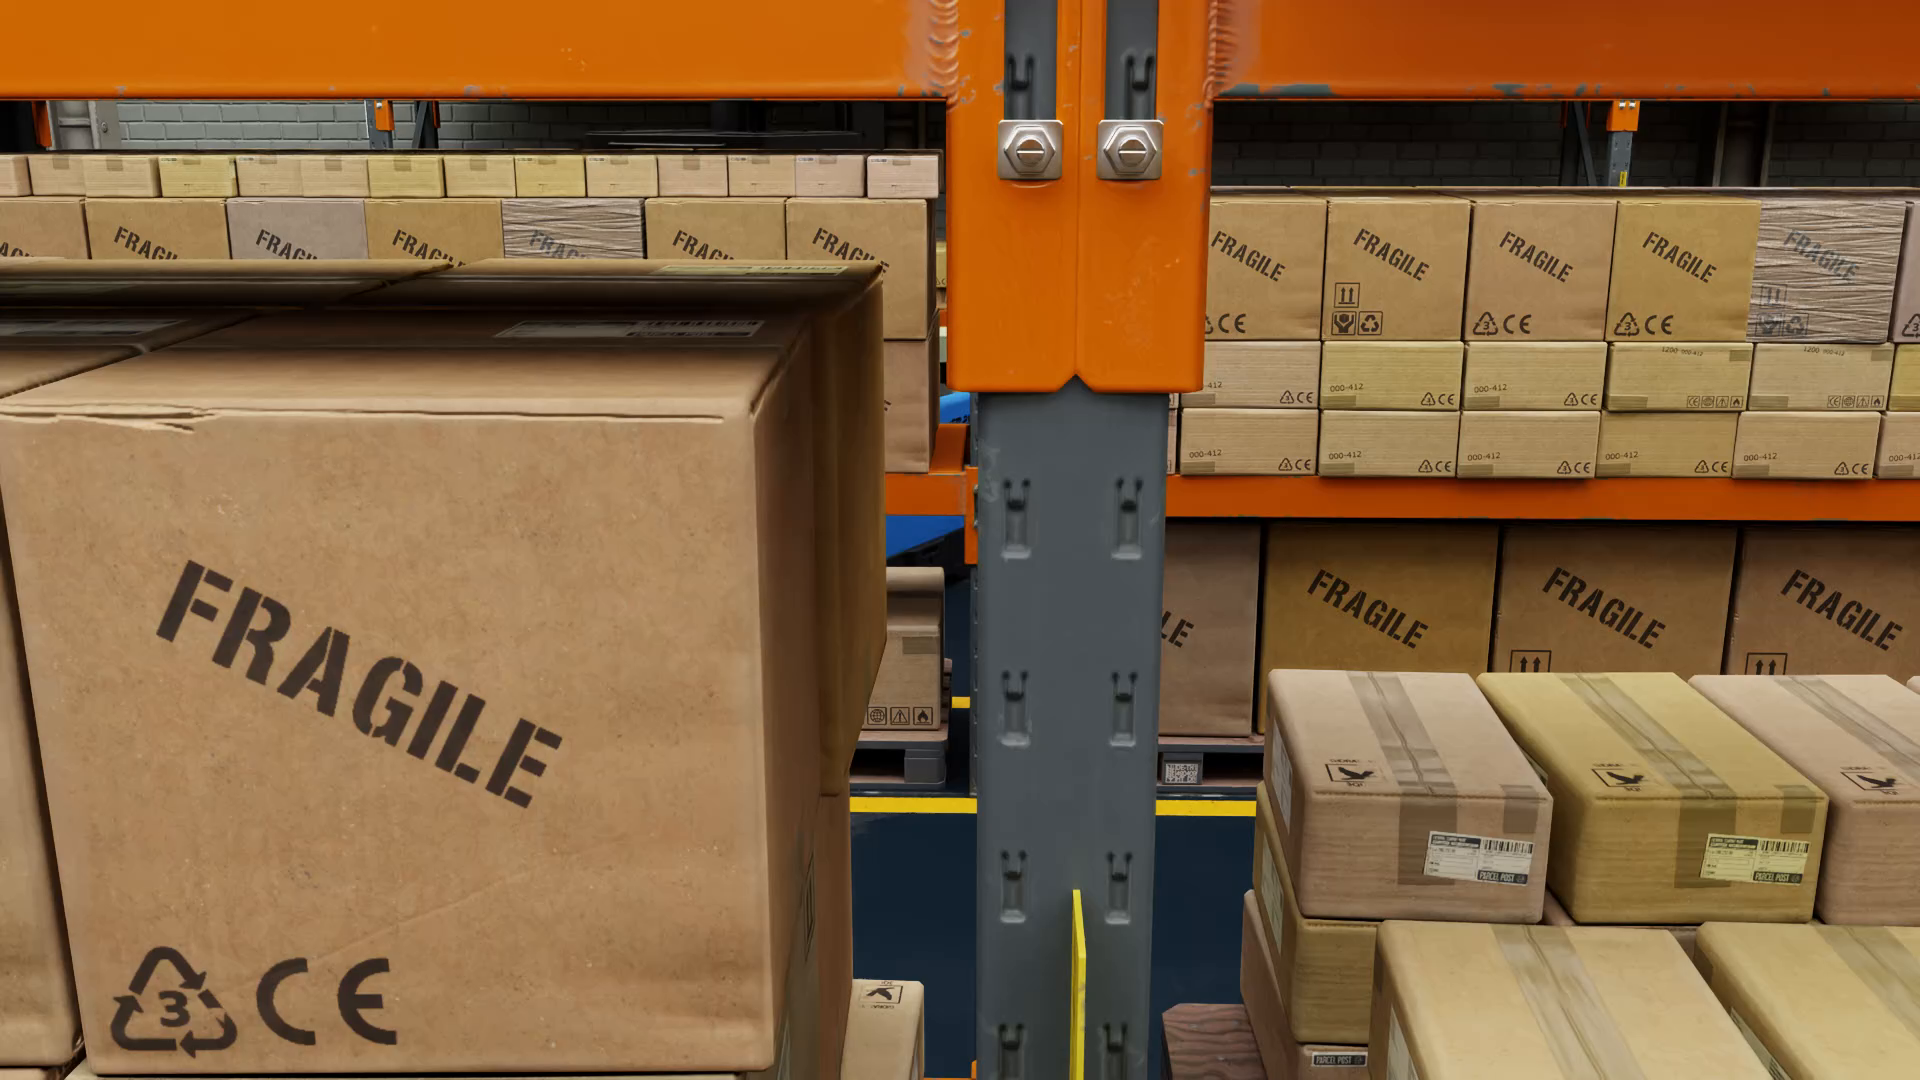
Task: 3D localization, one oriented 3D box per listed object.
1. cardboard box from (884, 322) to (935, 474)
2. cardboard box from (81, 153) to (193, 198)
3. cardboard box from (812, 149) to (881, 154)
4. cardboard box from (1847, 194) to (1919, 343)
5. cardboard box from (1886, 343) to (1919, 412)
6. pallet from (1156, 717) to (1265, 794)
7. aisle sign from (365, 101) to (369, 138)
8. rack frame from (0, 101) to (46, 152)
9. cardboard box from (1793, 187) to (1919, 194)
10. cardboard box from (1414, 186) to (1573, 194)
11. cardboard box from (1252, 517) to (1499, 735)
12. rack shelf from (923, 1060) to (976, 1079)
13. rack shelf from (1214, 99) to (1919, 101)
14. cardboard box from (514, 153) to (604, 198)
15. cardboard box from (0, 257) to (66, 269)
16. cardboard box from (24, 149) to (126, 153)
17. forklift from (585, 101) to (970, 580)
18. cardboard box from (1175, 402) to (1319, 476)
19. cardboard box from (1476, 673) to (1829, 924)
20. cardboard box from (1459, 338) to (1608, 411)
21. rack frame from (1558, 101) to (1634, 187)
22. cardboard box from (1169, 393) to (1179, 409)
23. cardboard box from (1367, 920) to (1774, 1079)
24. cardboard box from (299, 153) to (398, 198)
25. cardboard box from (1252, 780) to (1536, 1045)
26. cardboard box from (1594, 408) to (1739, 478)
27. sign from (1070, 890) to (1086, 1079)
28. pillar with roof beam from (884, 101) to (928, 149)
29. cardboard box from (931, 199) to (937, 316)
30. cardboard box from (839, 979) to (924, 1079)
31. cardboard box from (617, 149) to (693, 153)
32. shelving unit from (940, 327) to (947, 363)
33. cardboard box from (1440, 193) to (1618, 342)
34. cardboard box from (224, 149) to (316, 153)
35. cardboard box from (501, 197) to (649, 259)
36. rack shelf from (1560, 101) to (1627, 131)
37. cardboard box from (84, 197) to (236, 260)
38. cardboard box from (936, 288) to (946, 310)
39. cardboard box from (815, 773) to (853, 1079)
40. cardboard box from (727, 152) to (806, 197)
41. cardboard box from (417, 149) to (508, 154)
[{"bbox_3d":[-0.357,-0.552,6.356,0.500,0.500,0.500,1,15,2],"label":"cardboard box"},{"bbox_3d":[-3.017,-1.350,6.149,0.250,0.149,0.380,1,15,3],"label":"cardboard box"},{"bbox_3d":[-0.452,-1.477,6.631,0.250,0.149,0.380,1,15,2],"label":"cardboard box"},{"bbox_3d":[3.588,-1.008,6.126,0.500,0.500,0.500,0,15,0],"label":"cardboard box"},{"bbox_3d":[3.621,-0.647,6.228,0.500,0.250,0.500,0,15,1],"label":"cardboard box"},{"bbox_3d":[0.887,0.768,7.014,1.213,0.211,1.003,0,15,1],"label":"pallet"},{"bbox_3d":[-3.838,-3.040,10.888,0.004,0.787,0.394,0,15,1],"label":"aisle sign"},{"bbox_3d":[-3.885,-0.592,6.704,0.127,3.000,1.000,0,15,1],"label":"rack frame"},{"bbox_3d":[3.625,-1.137,6.614,0.500,0.500,0.500,0,15,0],"label":"cardboard box"},{"bbox_3d":[2.108,-1.149,6.661,0.500,0.500,0.500,1,15,2],"label":"cardboard box"},{"bbox_3d":[1.638,0.246,6.870,0.875,0.875,0.875,1,15,3],"label":"cardboard box"},{"bbox_3d":[-1.911,1.032,1.959,4.000,0.370,1.077,0,15,1],"label":"rack shelf"},{"bbox_3d":[2.113,-1.655,6.265,4.000,0.370,1.077,0,15,1],"label":"rack shelf"},{"bbox_3d":[-1.479,-1.357,6.174,0.250,0.149,0.380,0,15,0],"label":"cardboard box"},{"bbox_3d":[-1.378,-0.054,1.926,0.500,0.500,0.500,1,15,2],"label":"cardboard box"},{"bbox_3d":[-3.522,-1.486,6.665,0.250,0.149,0.380,1,15,2],"label":"cardboard box"},{"bbox_3d":[-1.105,-0.975,8.292,1.130,2.935,3.031,9,17,31],"label":"forklift"},{"bbox_3d":[1.064,-0.420,6.347,0.500,0.250,0.500,0,15,0],"label":"cardboard box"},{"bbox_3d":[0.763,0.282,1.893,0.250,0.149,0.380,0,15,0],"label":"cardboard box"},{"bbox_3d":[2.077,-0.651,6.242,0.500,0.250,0.500,0,15,0],"label":"cardboard box"},{"bbox_3d":[4.235,-1.806,11.304,0.127,3.000,1.000,0,15,1],"label":"rack frame"},{"bbox_3d":[0.546,-0.660,6.277,0.500,0.250,0.500,0,15,0],"label":"cardboard box"},{"bbox_3d":[0.470,0.448,1.266,0.250,0.149,0.380,1,15,4],"label":"cardboard box"},{"bbox_3d":[-2.241,-1.352,6.158,0.250,0.149,0.380,1,15,2],"label":"cardboard box"},{"bbox_3d":[0.491,0.424,1.939,0.250,0.149,0.380,1,15,3],"label":"cardboard box"},{"bbox_3d":[2.586,-0.411,6.312,0.500,0.250,0.500,0,15,1],"label":"cardboard box"},{"bbox_3d":[0.082,0.417,1.182,0.005,0.325,0.100,0,15,1],"label":"sign"},{"bbox_3d":[-0.547,-3.869,7.365,0.400,9.000,9.100,0,15,1],"label":"pillar with roof beam"},{"bbox_3d":[-0.357,-1.163,6.710,0.500,0.500,0.500,0,15,2],"label":"cardboard box"},{"bbox_3d":[-0.187,0.733,2.173,0.250,0.149,0.380,1,15,3],"label":"cardboard box"},{"bbox_3d":[-1.221,-1.494,6.697,0.250,0.149,0.380,0,15,0],"label":"cardboard box"},{"bbox_3d":[0.007,-0.725,10.149,0.755,1.500,0.431,0,15,1],"label":"shelving unit"},{"bbox_3d":[2.073,-1.020,6.169,0.500,0.500,0.500,0,15,1],"label":"cardboard box"},{"bbox_3d":[-2.756,-1.498,6.711,0.250,0.149,0.380,1,15,3],"label":"cardboard box"},{"bbox_3d":[-1.382,-1.037,6.233,0.500,0.500,0.500,1,15,2],"label":"cardboard box"},{"bbox_3d":[2.236,-2.921,11.063,4.000,0.370,1.077,0,15,1],"label":"rack shelf"},{"bbox_3d":[-2.896,-1.046,6.270,0.500,0.500,0.500,0,15,0],"label":"cardboard box"},{"bbox_3d":[-0.089,-1.648,11.199,0.250,0.149,0.380,1,15,2],"label":"cardboard box"},{"bbox_3d":[-0.401,0.437,2.023,0.500,0.500,0.500,0,15,0],"label":"cardboard box"},{"bbox_3d":[-0.712,-1.366,6.209,0.250,0.149,0.380,0,15,1],"label":"cardboard box"},{"bbox_3d":[-1.983,-1.485,6.662,0.250,0.149,0.380,1,15,3],"label":"cardboard box"}]
